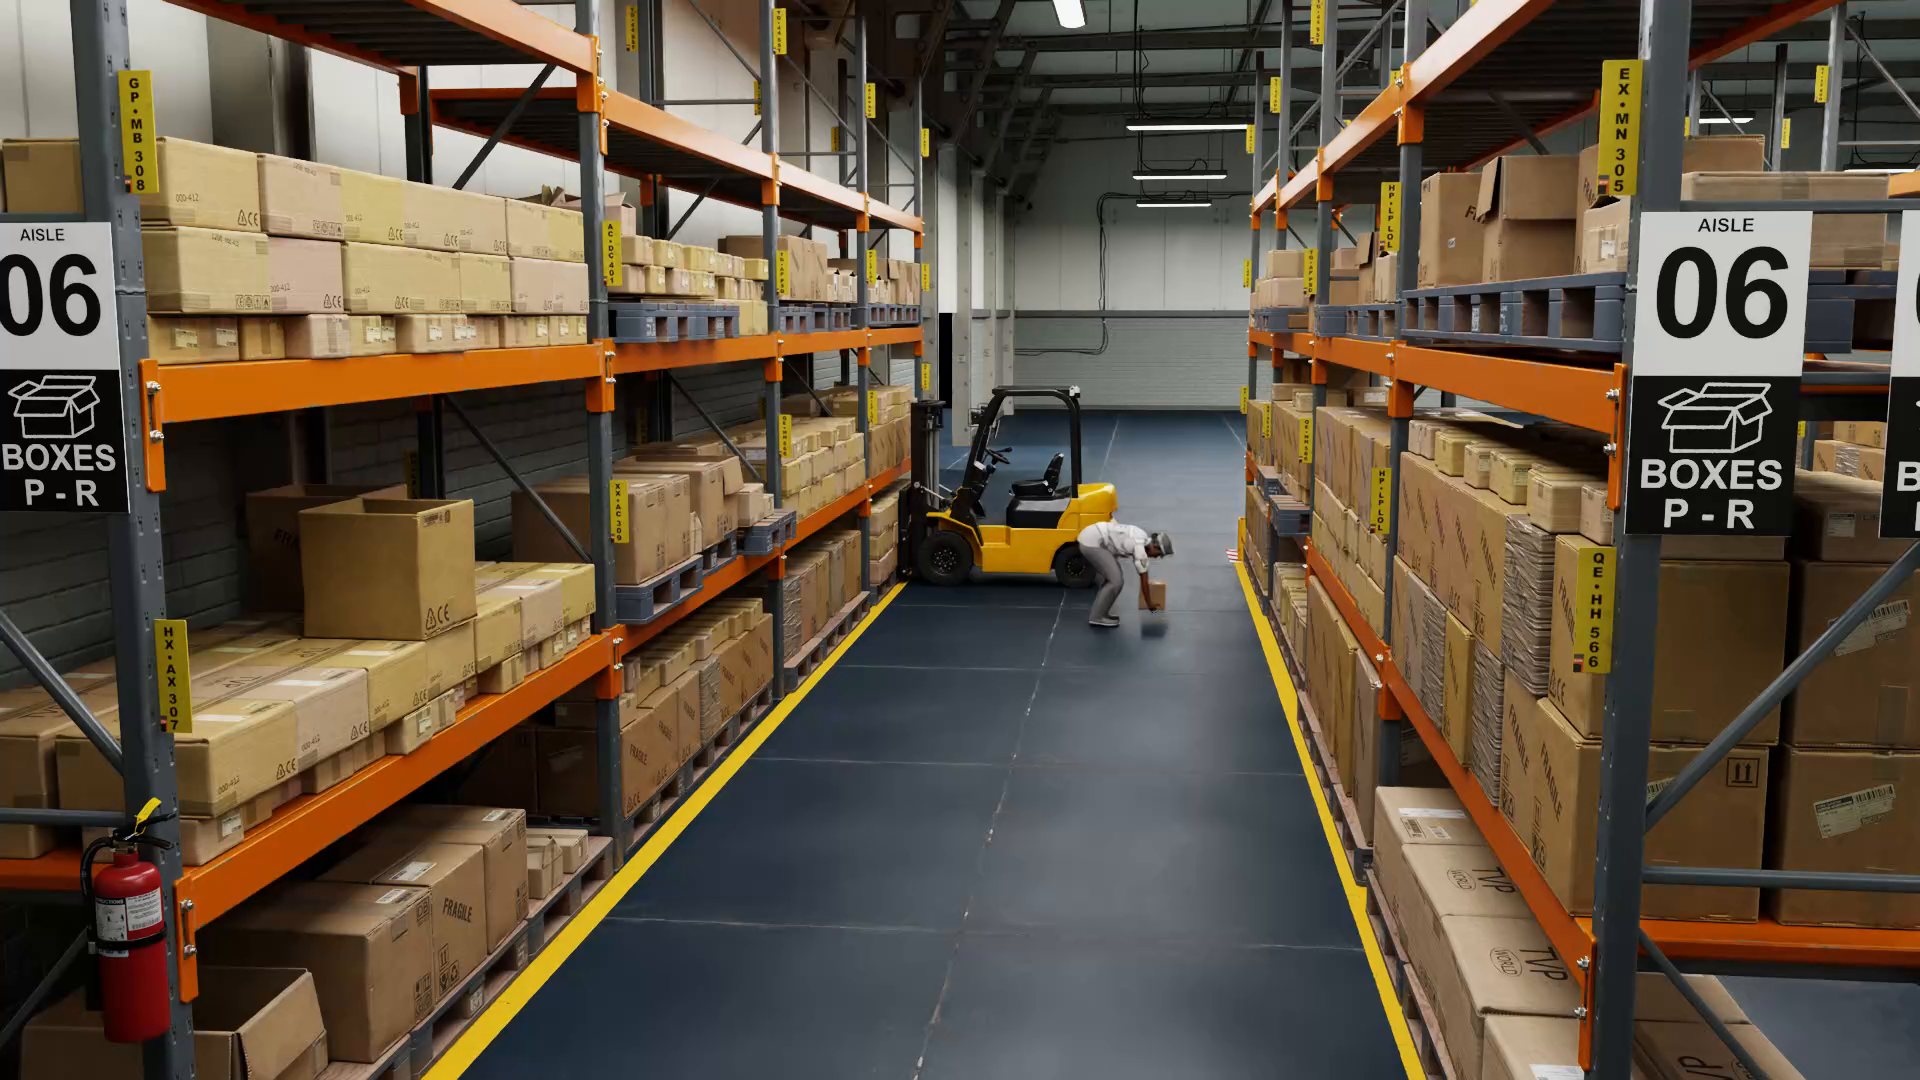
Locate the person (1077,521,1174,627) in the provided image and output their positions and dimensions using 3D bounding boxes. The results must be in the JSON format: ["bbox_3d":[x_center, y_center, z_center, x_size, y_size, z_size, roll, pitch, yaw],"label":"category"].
[{"bbox_3d":[1.586,0.321,15.962,0.927,0.987,0.449,0,8,4],"label":"person"}]
